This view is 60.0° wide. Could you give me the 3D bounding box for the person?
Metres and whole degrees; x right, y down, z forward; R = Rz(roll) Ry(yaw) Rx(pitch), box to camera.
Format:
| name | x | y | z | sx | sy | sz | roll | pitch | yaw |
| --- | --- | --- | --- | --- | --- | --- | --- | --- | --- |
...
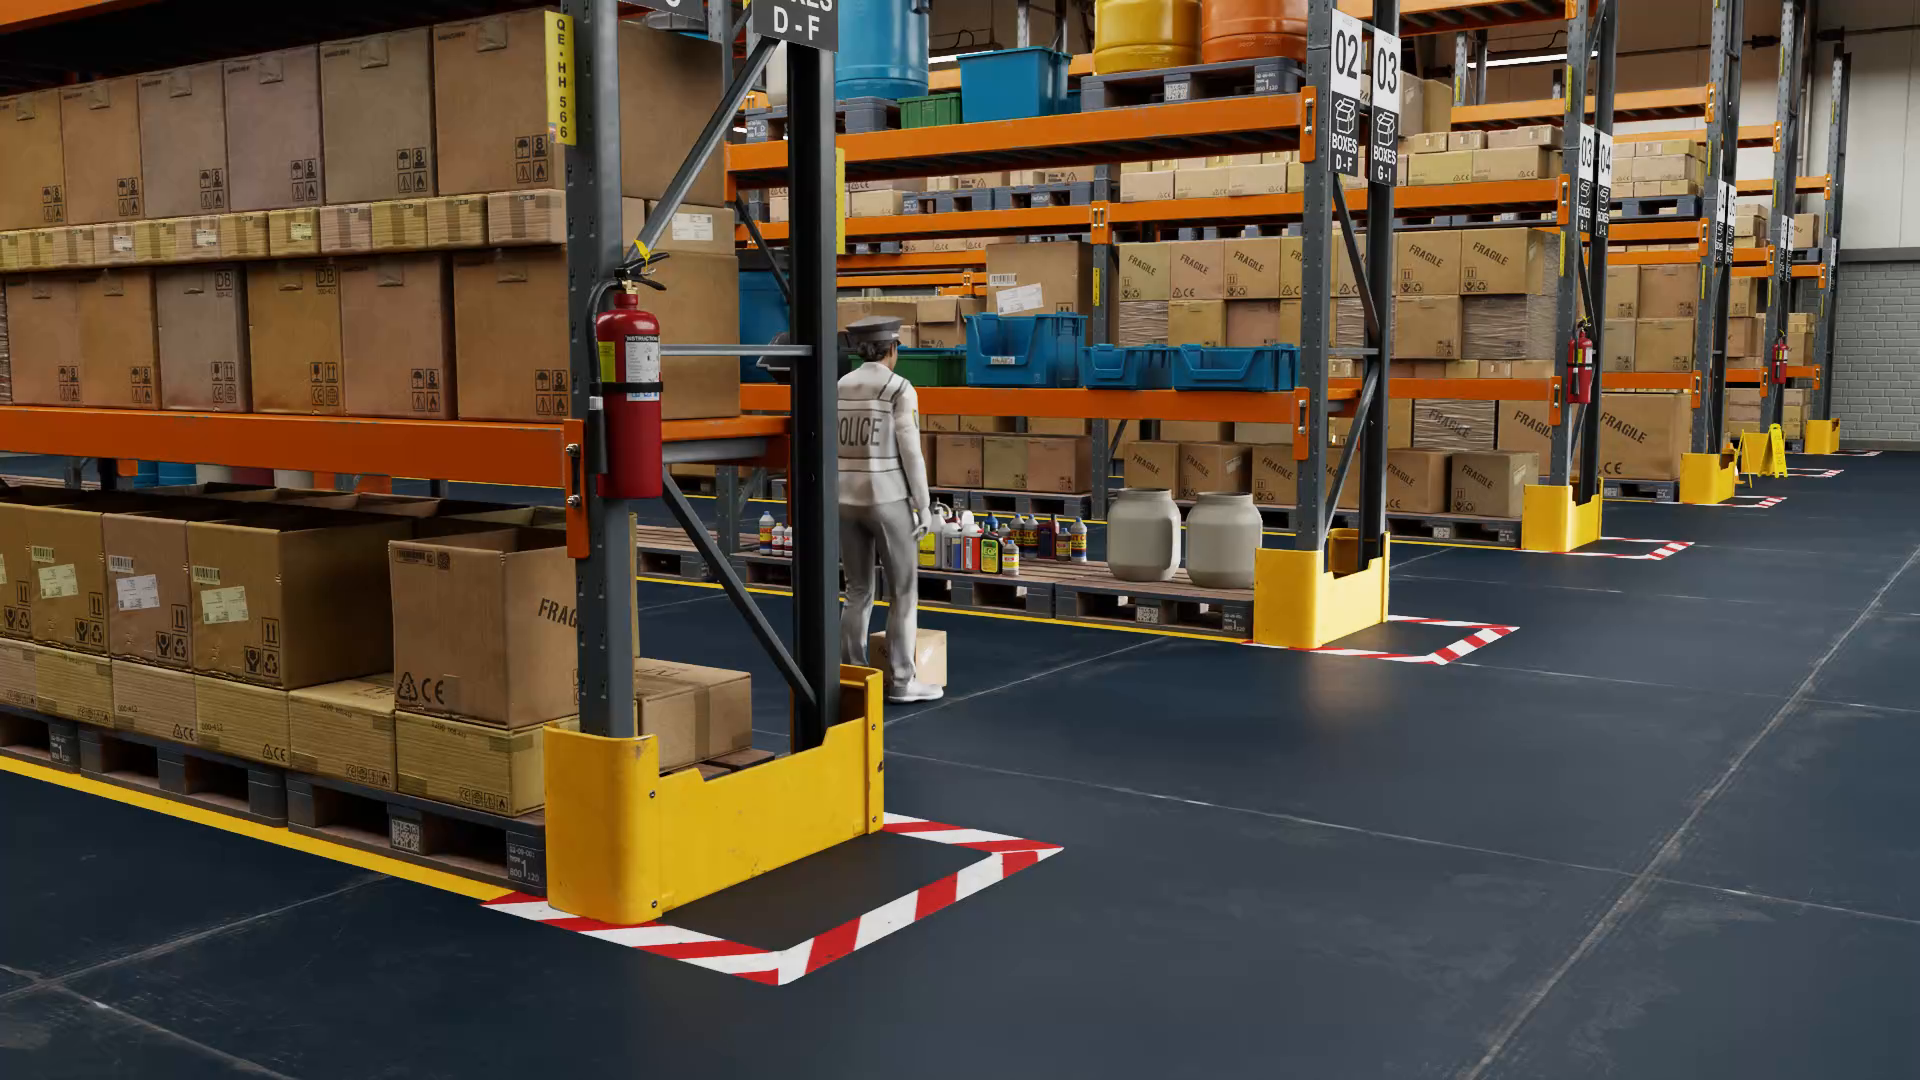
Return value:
| name | x | y | z | sx | sy | sz | roll | pitch | yaw |
| --- | --- | --- | --- | --- | --- | --- | --- | --- | --- |
| person | -0.367 | -0.137 | 7.213 | 0.544 | 1.662 | 0.376 | 4 | 7 | 30 |
